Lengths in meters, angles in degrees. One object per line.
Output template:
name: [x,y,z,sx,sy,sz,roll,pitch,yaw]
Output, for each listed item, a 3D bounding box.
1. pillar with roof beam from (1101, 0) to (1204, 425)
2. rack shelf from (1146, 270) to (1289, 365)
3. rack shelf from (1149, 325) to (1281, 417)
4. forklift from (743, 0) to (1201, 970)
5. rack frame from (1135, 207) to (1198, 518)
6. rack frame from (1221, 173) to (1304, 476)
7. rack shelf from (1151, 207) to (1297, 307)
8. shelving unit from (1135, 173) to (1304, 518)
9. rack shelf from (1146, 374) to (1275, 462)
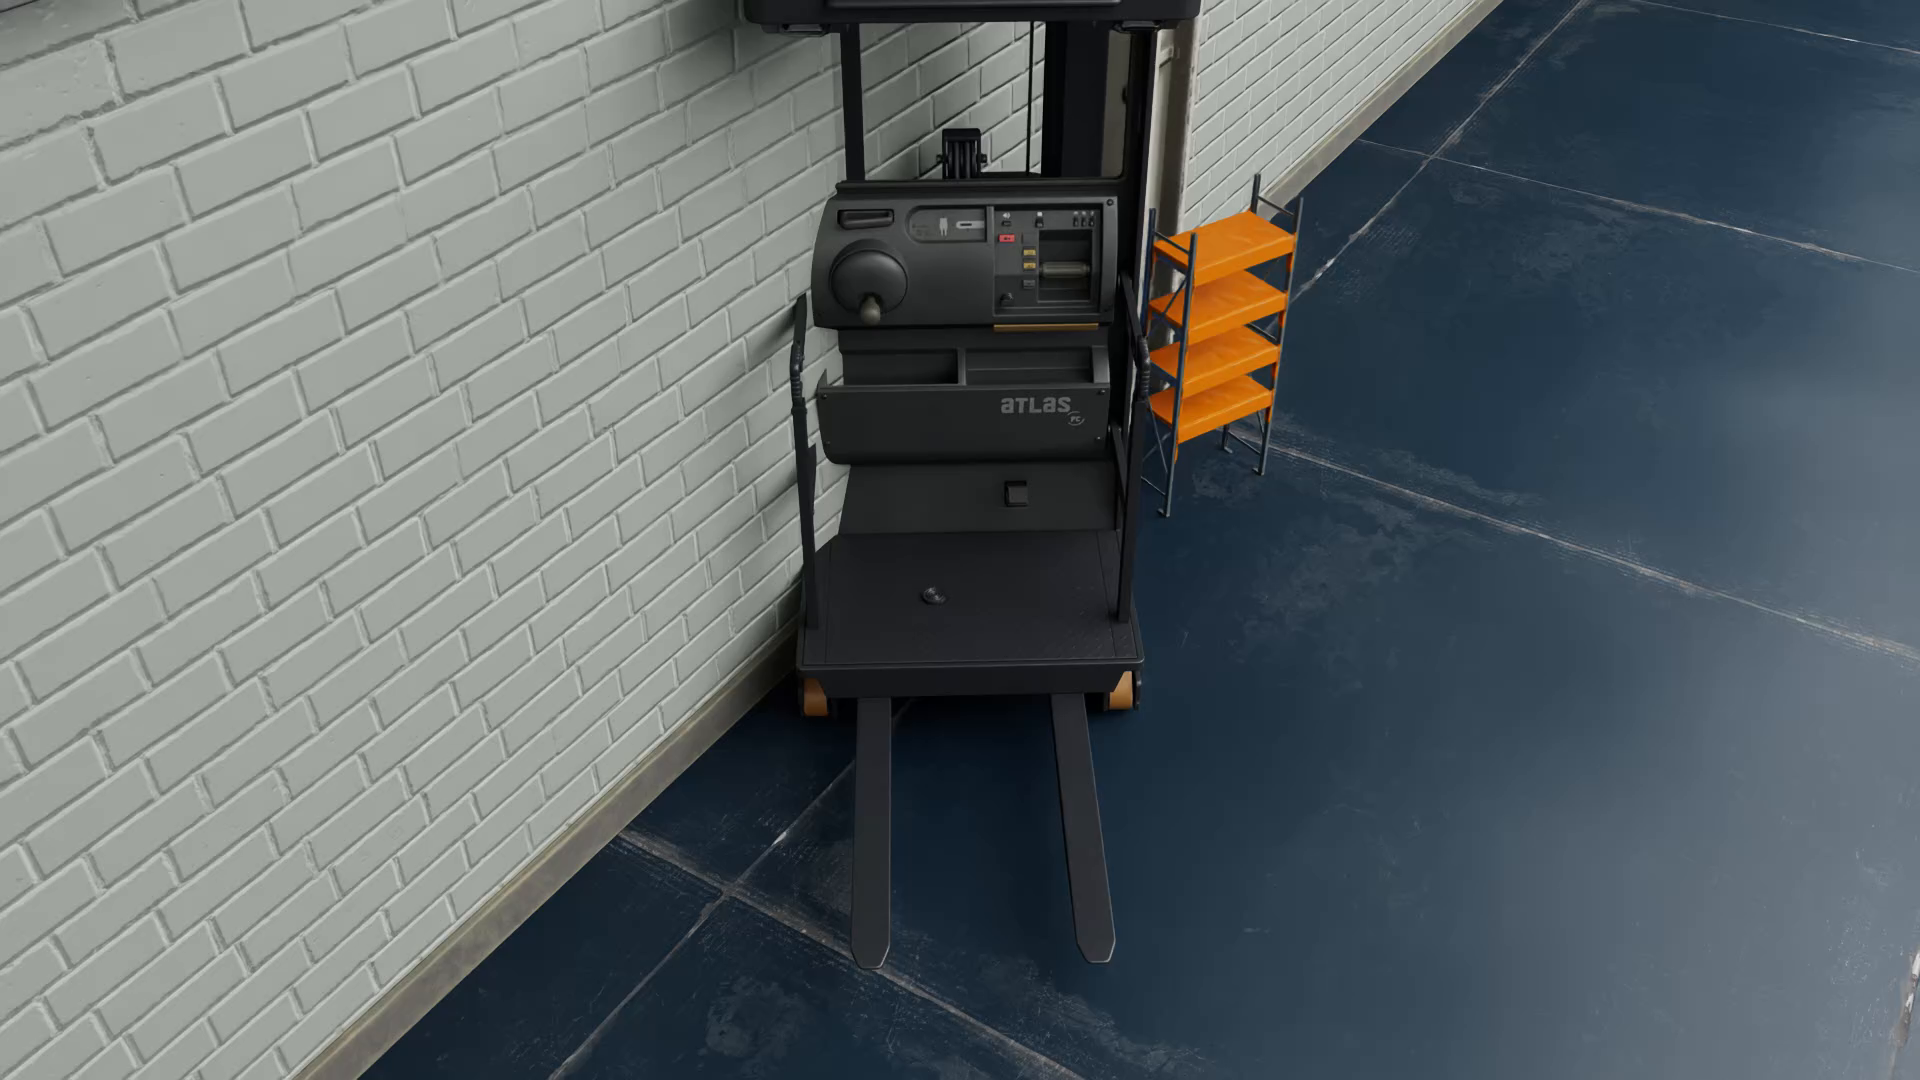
pillar with roof beam: [4.296,-2.768,2.469,9.100,9.000,0.400,21,42,25]
rack shelf: [0.932,-0.828,6.084,0.480,0.148,0.258,-23,43,-27]
rack shelf: [0.931,-0.652,6.222,0.480,0.148,0.258,-23,43,-27]
forklift: [0.019,-0.778,4.858,1.130,2.935,3.031,-1,38,-1]
rack frame: [0.730,-0.621,6.071,0.015,1.200,0.240,-23,43,-27]
rack frame: [1.133,-0.789,6.289,0.015,1.200,0.240,-23,43,-27]
rack shelf: [0.933,-1.015,5.939,0.480,0.148,0.258,-23,43,-27]
shelving unit: [0.931,-0.705,6.180,0.503,1.200,0.258,-23,43,-27]
rack shelf: [0.930,-0.496,6.344,0.480,0.148,0.258,-23,43,-27]
